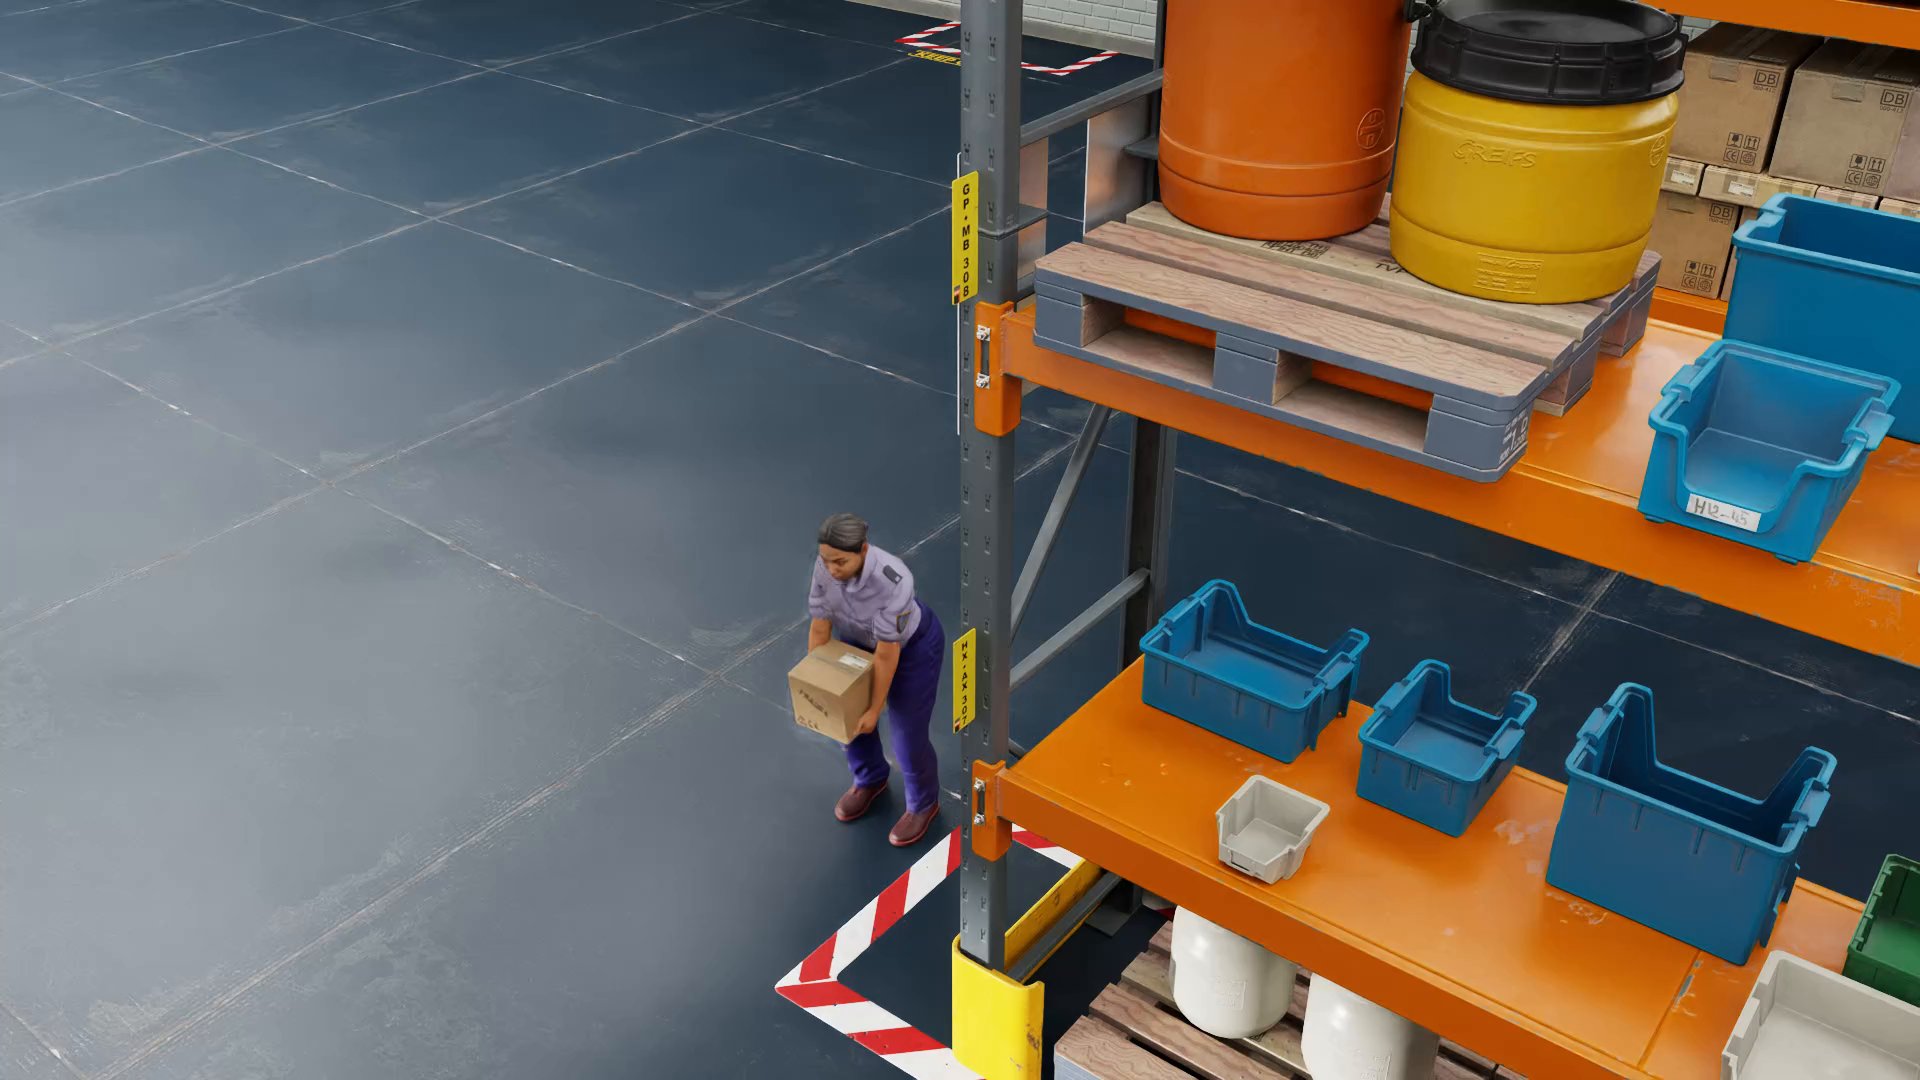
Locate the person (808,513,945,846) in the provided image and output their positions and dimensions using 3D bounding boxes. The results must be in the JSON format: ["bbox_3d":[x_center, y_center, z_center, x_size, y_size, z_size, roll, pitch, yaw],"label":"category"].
[{"bbox_3d":[-0.336,0.498,6.417,0.445,1.559,0.599,19,36,28],"label":"person"}]
